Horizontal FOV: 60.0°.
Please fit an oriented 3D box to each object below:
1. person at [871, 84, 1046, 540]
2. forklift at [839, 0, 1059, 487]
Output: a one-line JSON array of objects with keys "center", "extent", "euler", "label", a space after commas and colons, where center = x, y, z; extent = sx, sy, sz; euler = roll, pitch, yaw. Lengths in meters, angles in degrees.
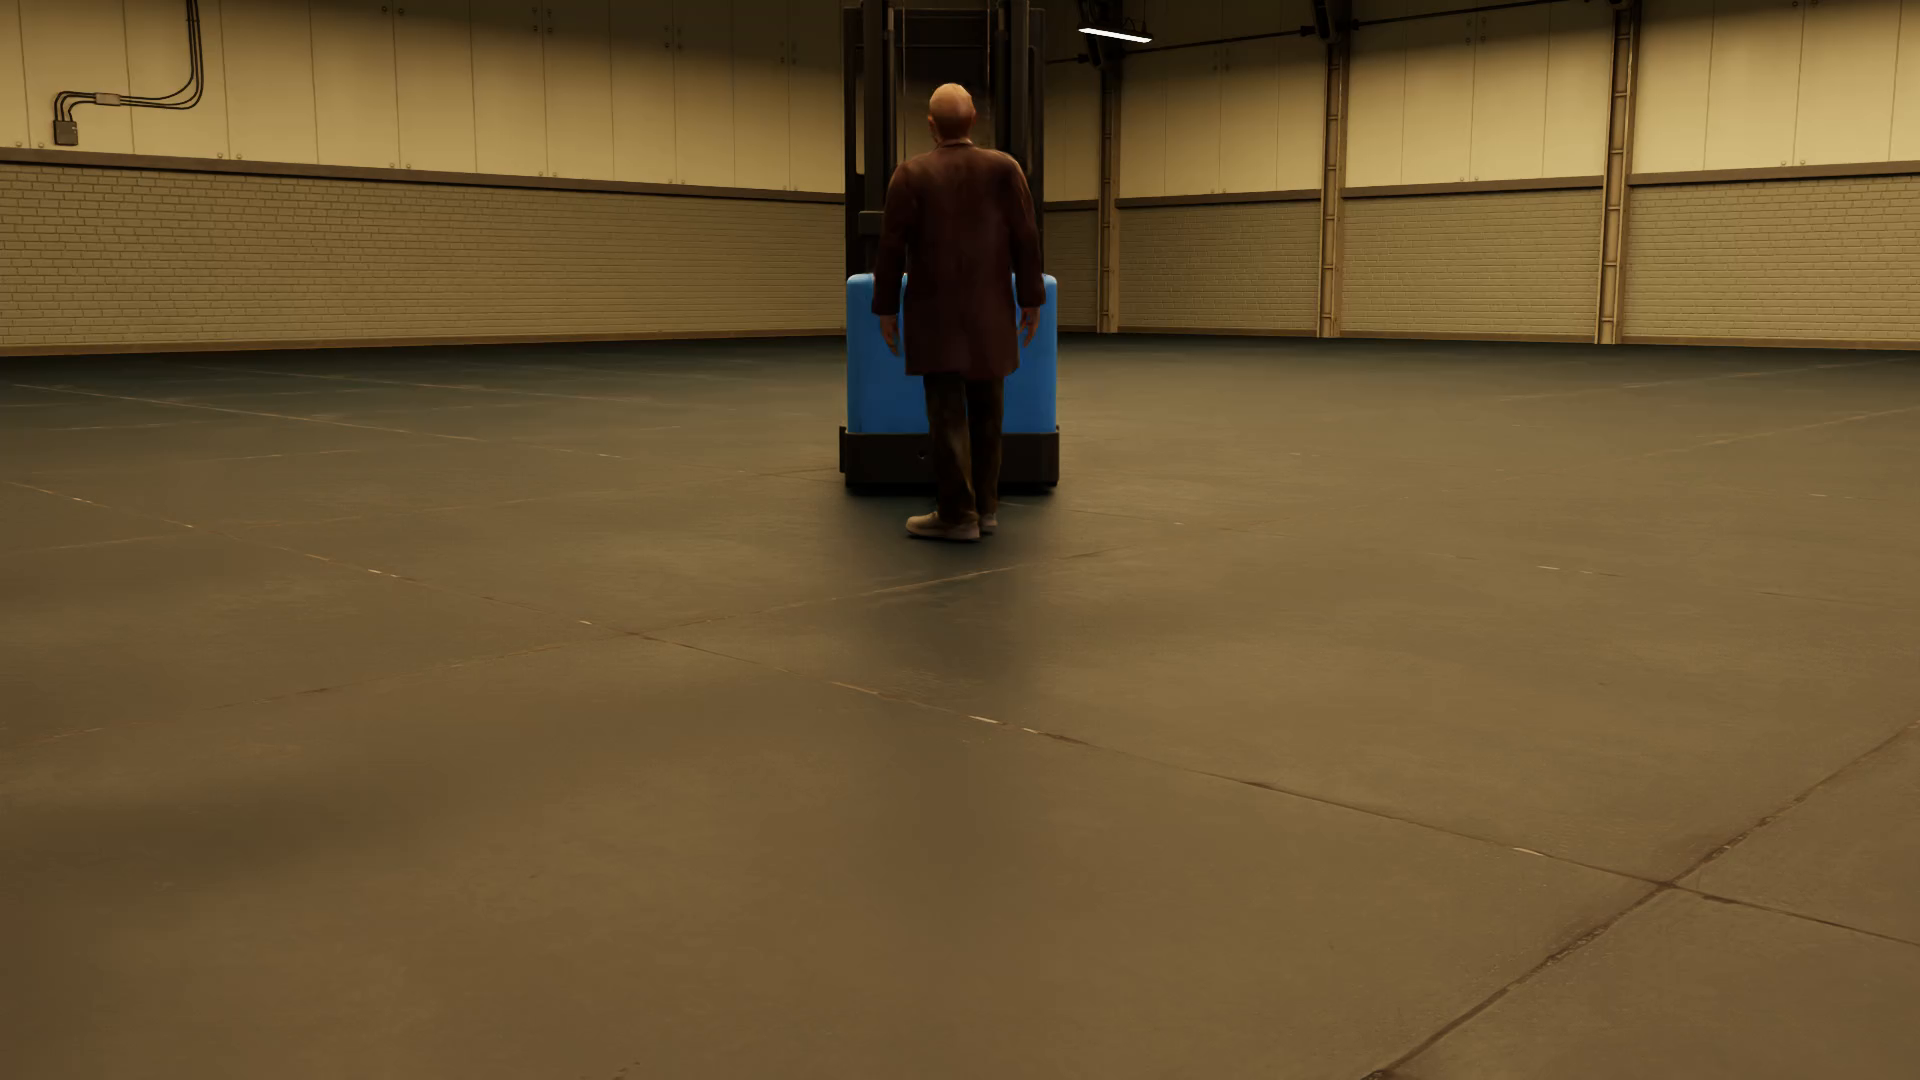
[{"center": [-0.009, -0.905, 6.727], "extent": [0.697, 1.779, 0.669], "euler": [0, 9, -2], "label": "person"}, {"center": [-0.098, -1.881, 9.363], "extent": [1.130, 2.935, 3.031], "euler": [0, 9, -2], "label": "forklift"}]
